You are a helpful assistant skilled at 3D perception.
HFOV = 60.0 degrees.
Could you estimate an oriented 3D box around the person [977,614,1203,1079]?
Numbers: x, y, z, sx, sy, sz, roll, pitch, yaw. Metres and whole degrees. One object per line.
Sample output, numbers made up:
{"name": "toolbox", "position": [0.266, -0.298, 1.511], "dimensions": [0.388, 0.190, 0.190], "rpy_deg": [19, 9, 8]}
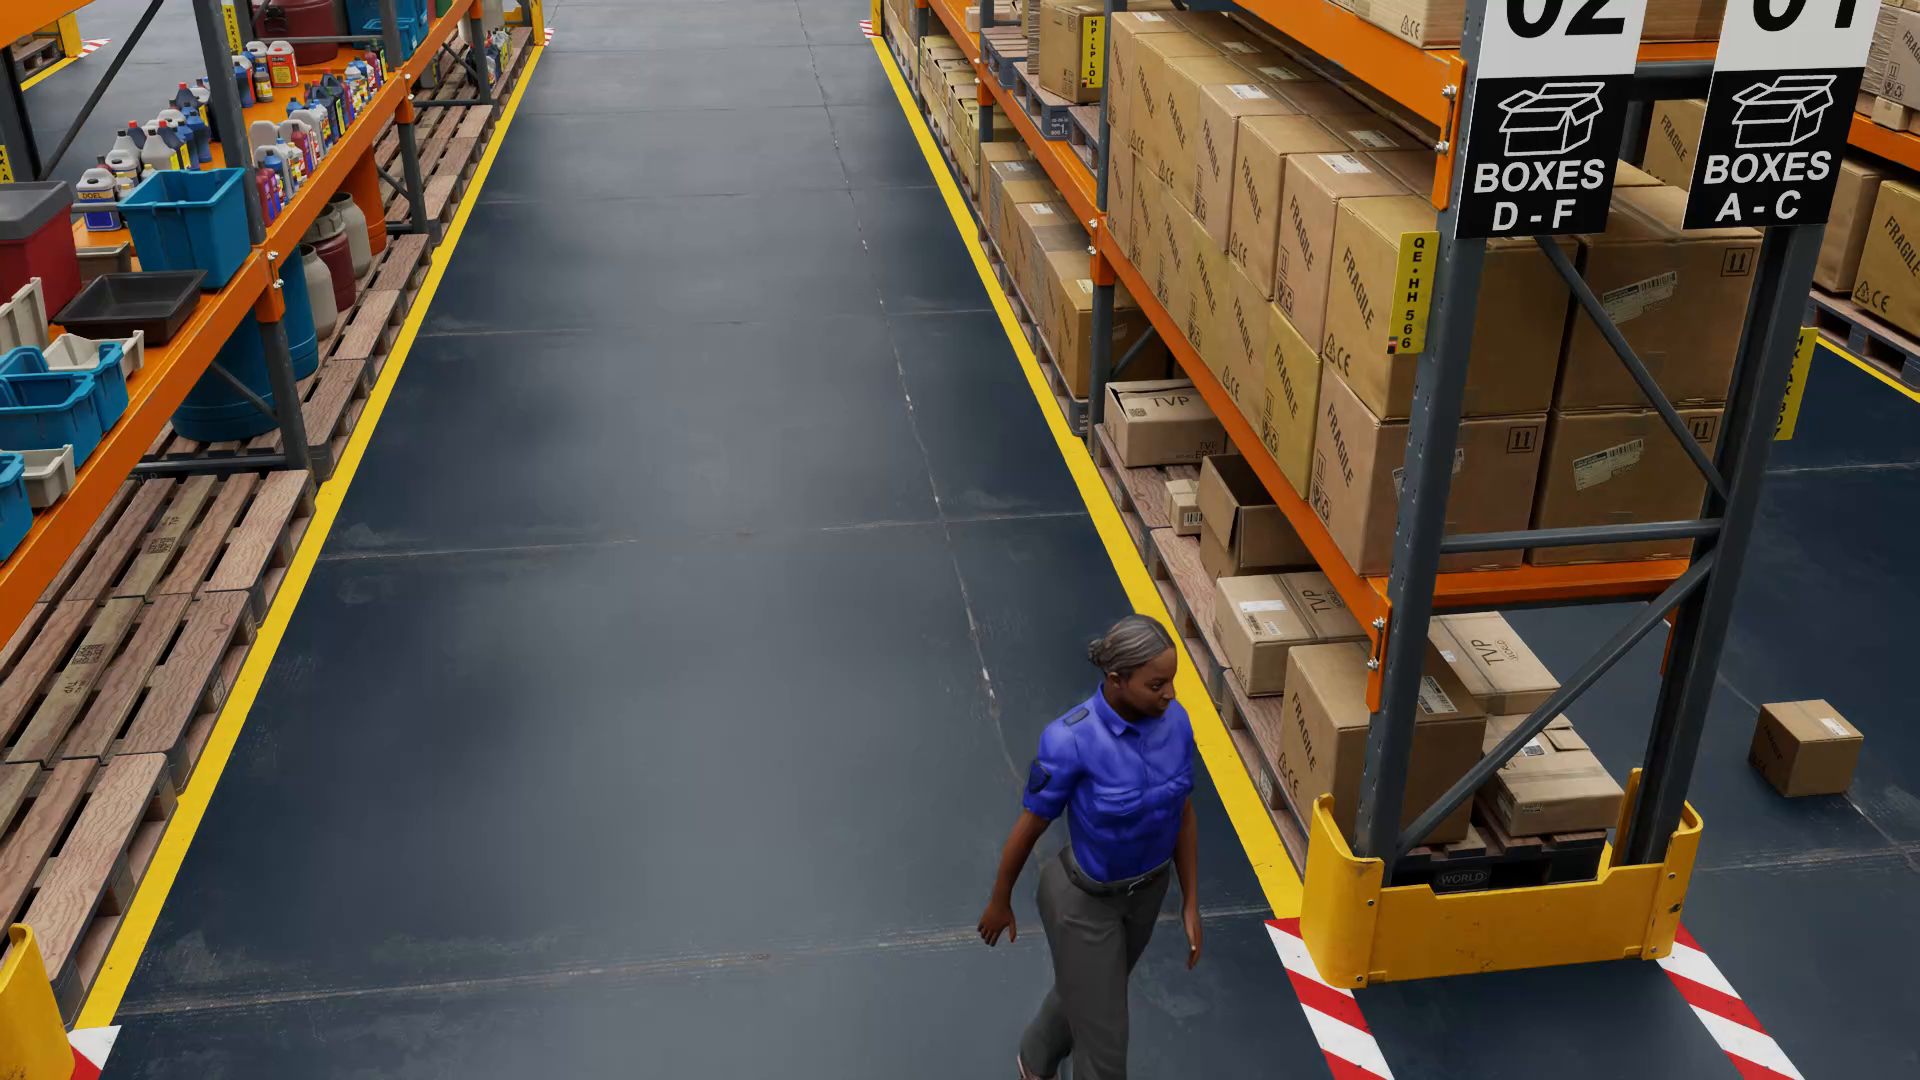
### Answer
{"name": "person", "position": [0.409, 0.970, 4.243], "dimensions": [0.539, 1.652, 0.774], "rpy_deg": [-18, 32, -30]}
